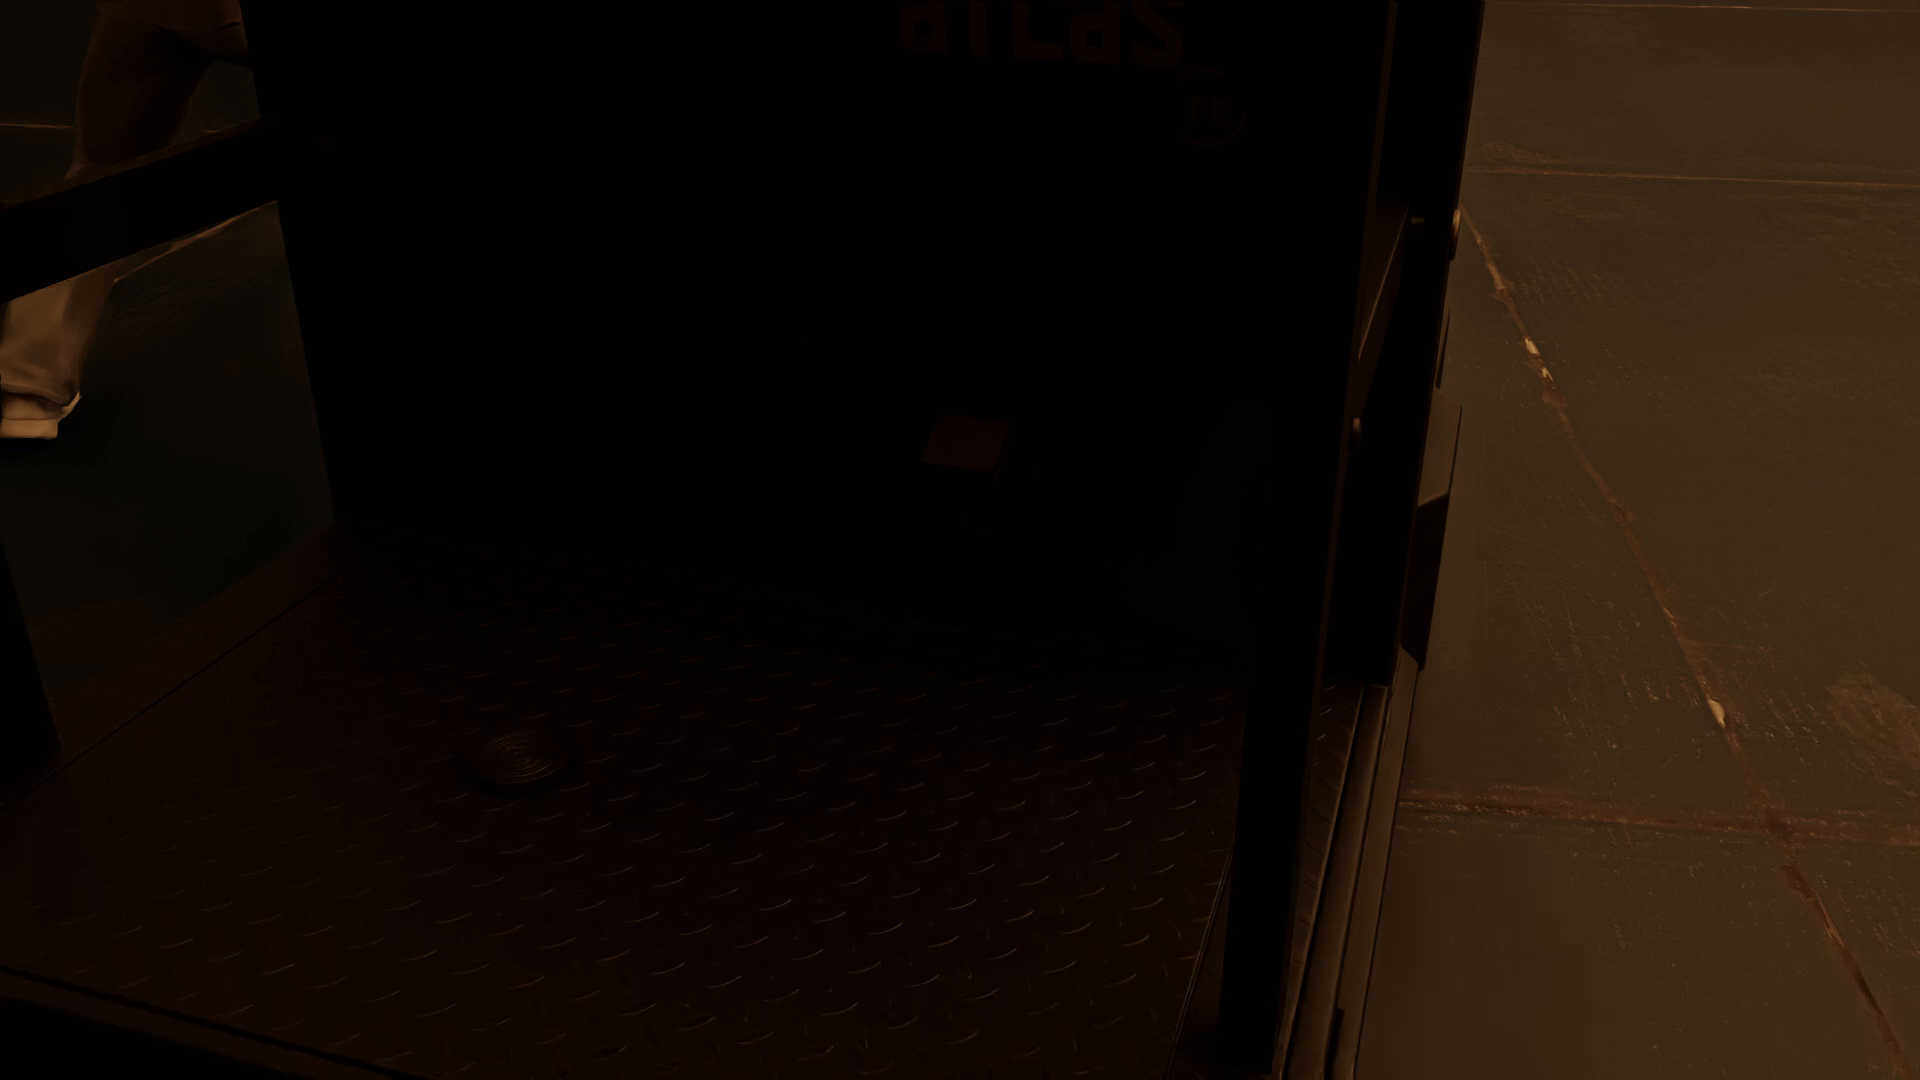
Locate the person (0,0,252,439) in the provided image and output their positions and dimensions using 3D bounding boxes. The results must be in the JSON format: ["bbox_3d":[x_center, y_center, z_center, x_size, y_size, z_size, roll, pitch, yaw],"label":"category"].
[{"bbox_3d":[-1.234,-0.934,2.718,0.906,1.543,0.806,10,28,19],"label":"person"}]

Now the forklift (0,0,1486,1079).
[{"bbox_3d":[-0.204,-0.853,0.926,1.130,2.935,3.031,8,28,16],"label":"forklift"}]
